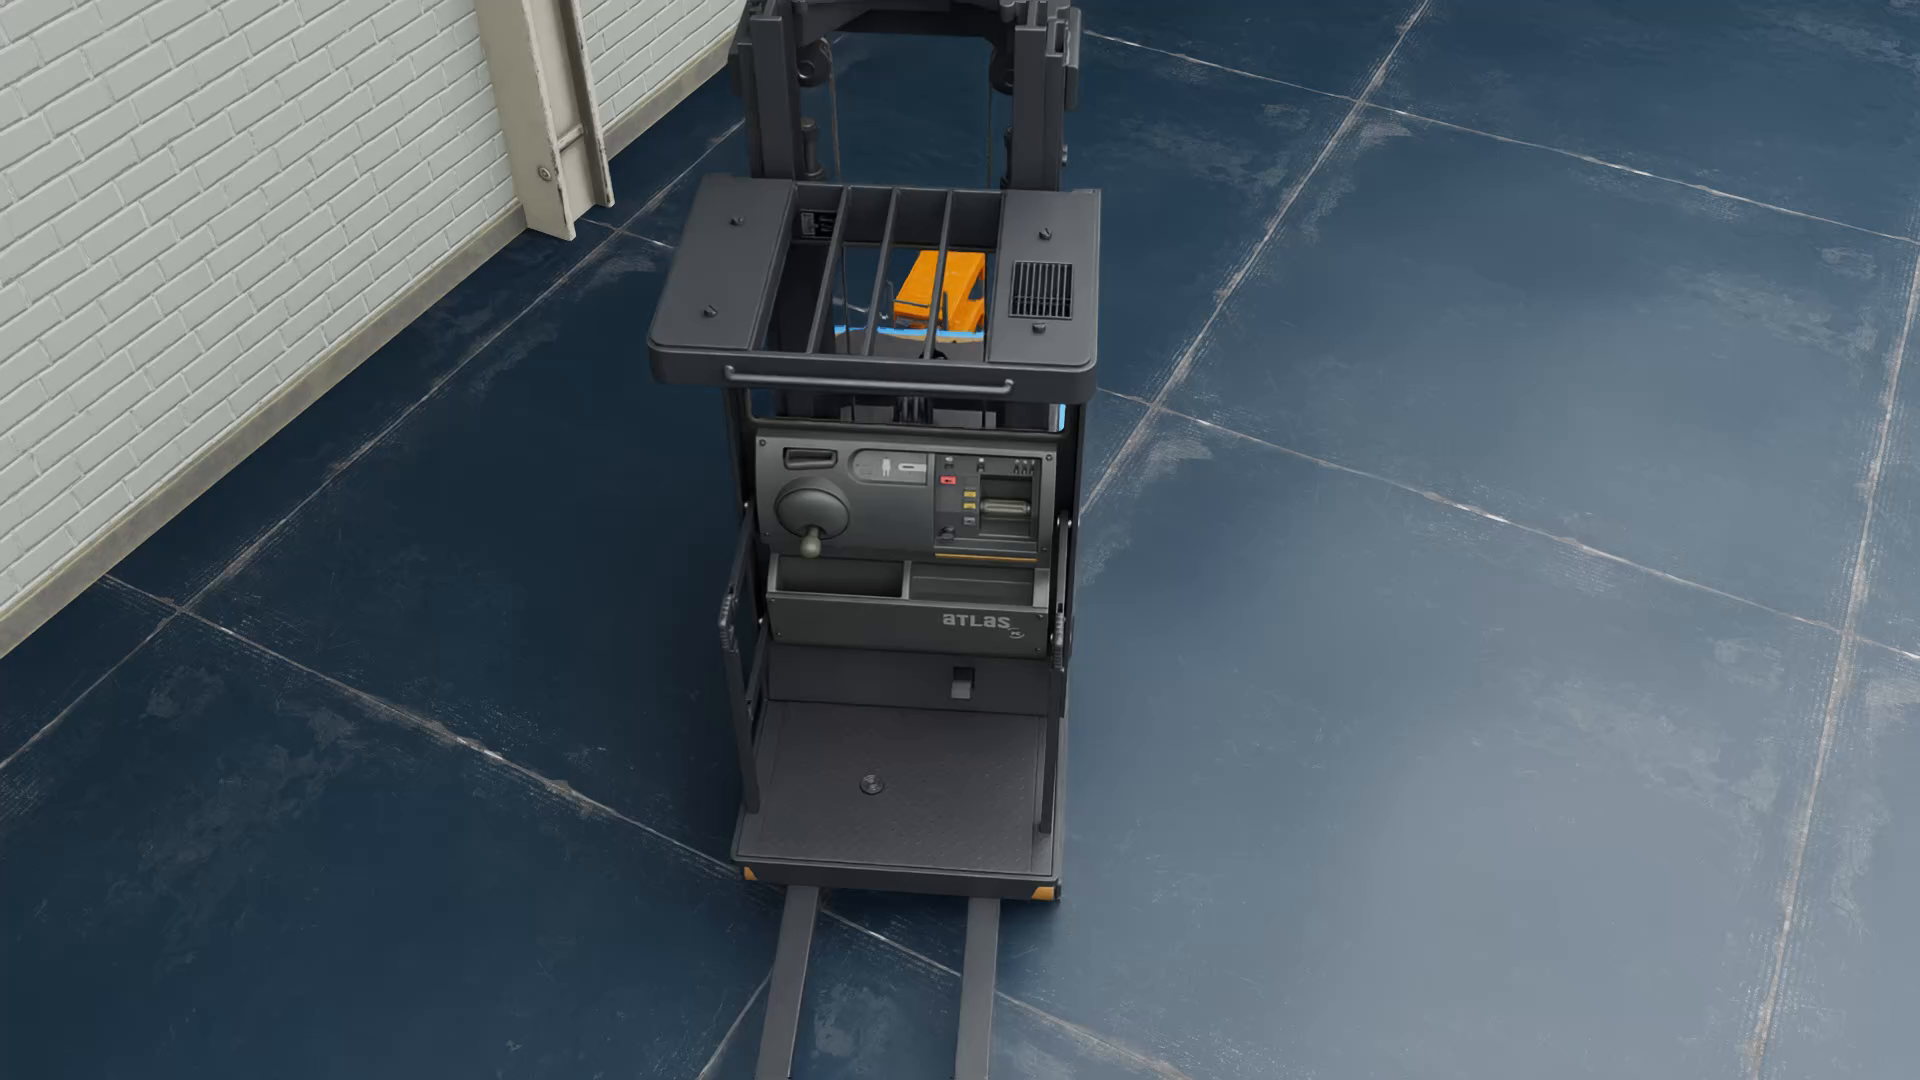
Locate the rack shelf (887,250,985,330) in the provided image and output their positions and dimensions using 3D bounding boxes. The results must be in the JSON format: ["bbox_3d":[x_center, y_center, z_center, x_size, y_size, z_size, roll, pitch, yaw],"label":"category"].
[{"bbox_3d":[-0.090,-0.981,6.603,0.258,0.148,0.480,12,47,12],"label":"rack shelf"}]

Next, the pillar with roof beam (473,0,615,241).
[{"bbox_3d":[1.765,-3.453,4.116,9.100,9.000,0.400,20,49,19],"label":"pillar with roof beam"}]

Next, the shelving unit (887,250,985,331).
[{"bbox_3d":[-0.090,-0.704,6.882,0.258,1.200,0.503,12,47,12],"label":"shelving unit"}]

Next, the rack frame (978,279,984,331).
[{"bbox_3d":[-0.019,-0.871,7.047,0.240,1.200,0.015,12,47,12],"label":"rack frame"}]

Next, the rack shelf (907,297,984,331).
[{"bbox_3d":[-0.090,-0.814,6.771,0.258,0.148,0.480,12,47,12],"label":"rack shelf"}]

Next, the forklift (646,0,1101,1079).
[{"bbox_3d":[-0.184,-0.032,5.001,1.130,2.935,3.031,3,45,3],"label":"forklift"}]

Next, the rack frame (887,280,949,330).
[{"bbox_3d":[-0.160,-0.538,6.718,0.240,1.200,0.015,12,47,12],"label":"rack frame"}]
